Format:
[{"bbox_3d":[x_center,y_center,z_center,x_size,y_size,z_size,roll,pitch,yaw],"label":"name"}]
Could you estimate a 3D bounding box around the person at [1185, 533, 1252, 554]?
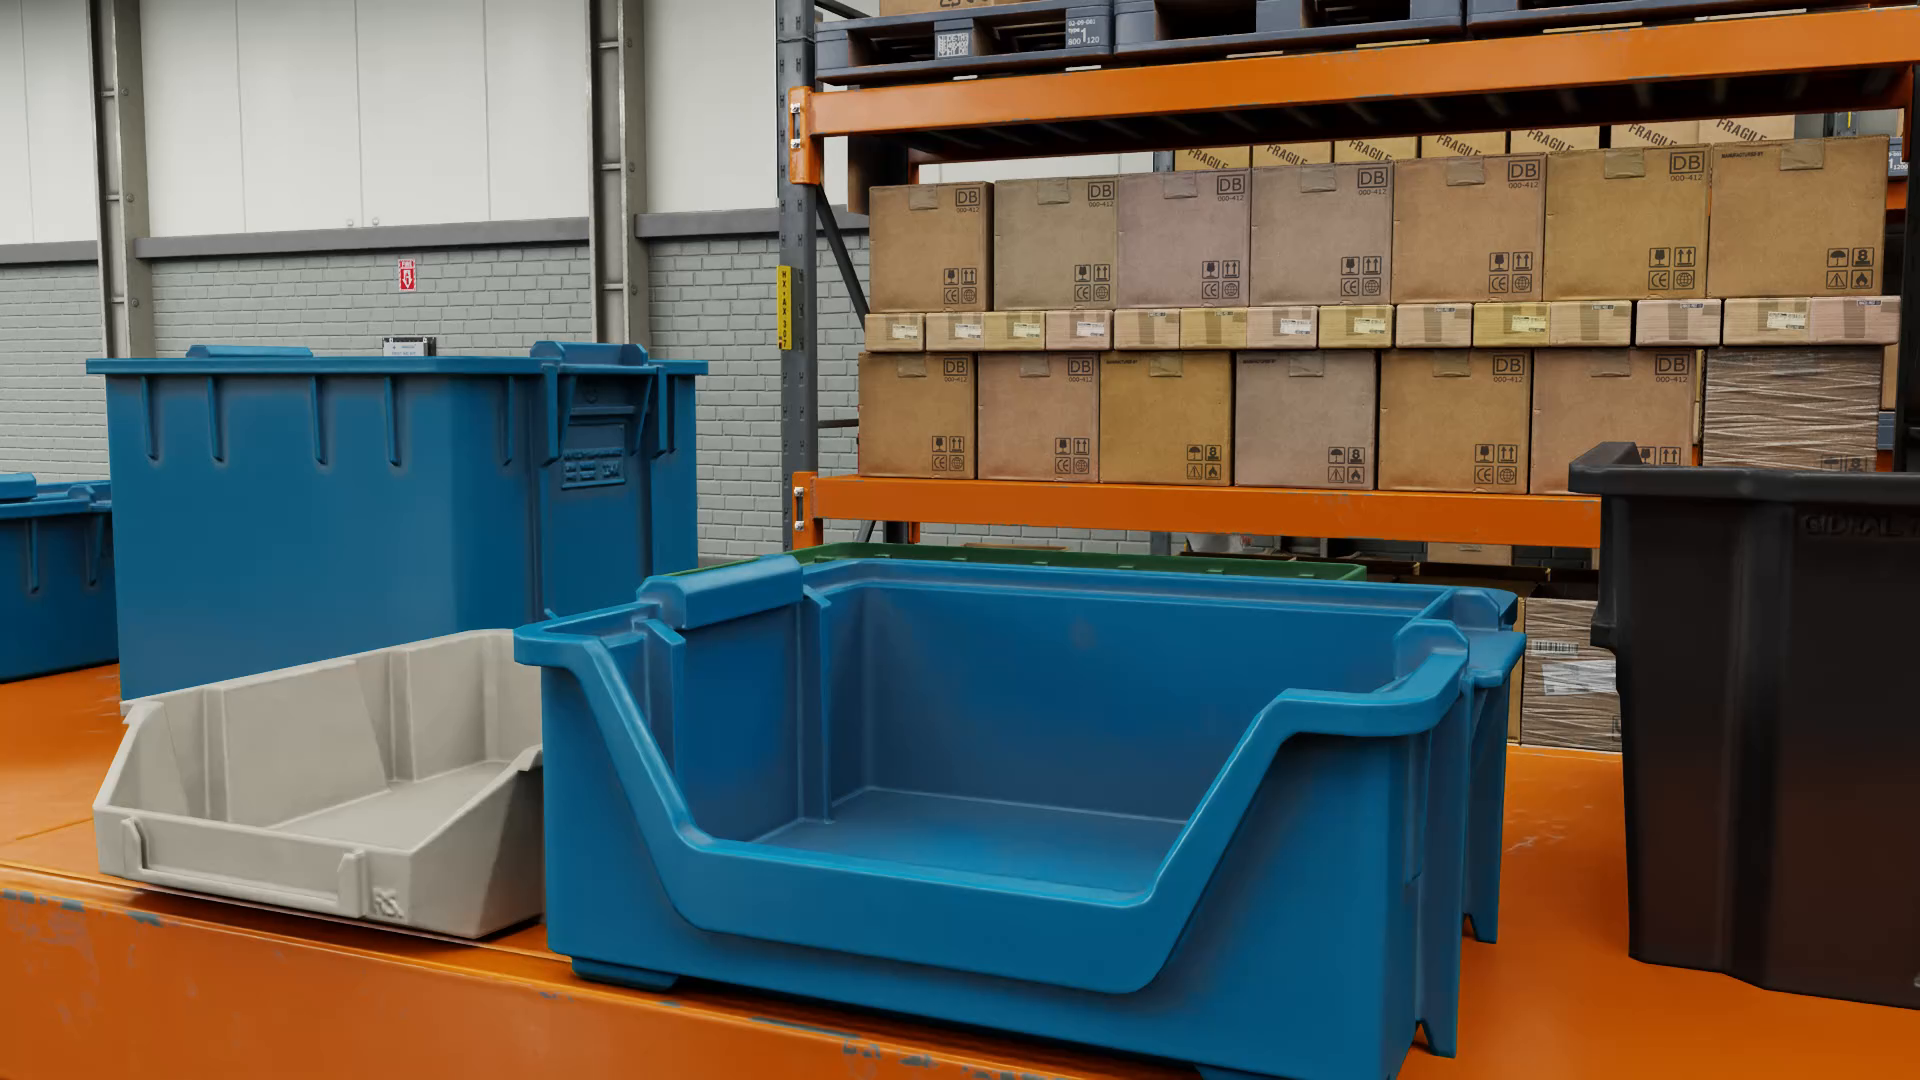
[{"bbox_3d":[1.558,-0.143,9.861,0.608,1.758,0.627,0,6,5],"label":"person"}]
